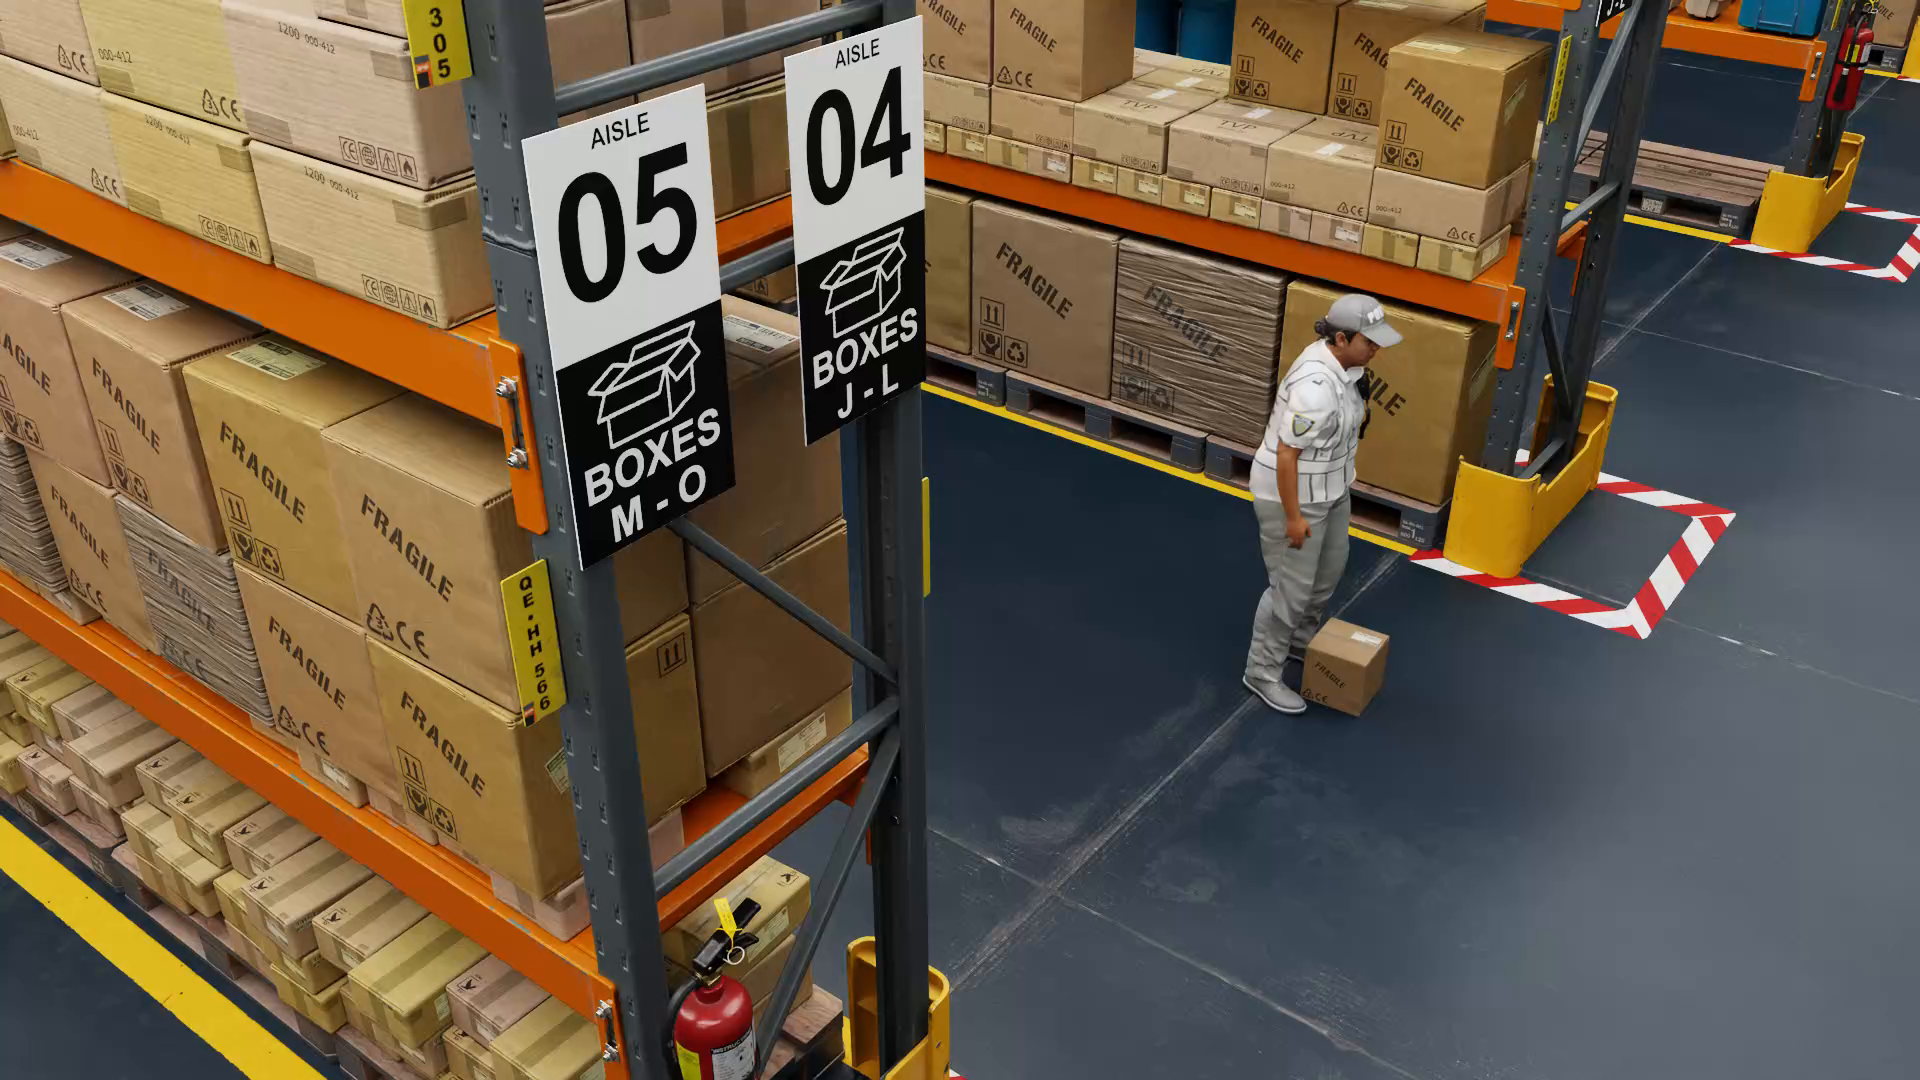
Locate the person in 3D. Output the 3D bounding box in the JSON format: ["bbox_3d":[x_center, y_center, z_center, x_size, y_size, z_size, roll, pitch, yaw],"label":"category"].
[{"bbox_3d":[1.365,-0.166,6.403,0.470,1.665,0.563,19,36,28],"label":"person"}]
